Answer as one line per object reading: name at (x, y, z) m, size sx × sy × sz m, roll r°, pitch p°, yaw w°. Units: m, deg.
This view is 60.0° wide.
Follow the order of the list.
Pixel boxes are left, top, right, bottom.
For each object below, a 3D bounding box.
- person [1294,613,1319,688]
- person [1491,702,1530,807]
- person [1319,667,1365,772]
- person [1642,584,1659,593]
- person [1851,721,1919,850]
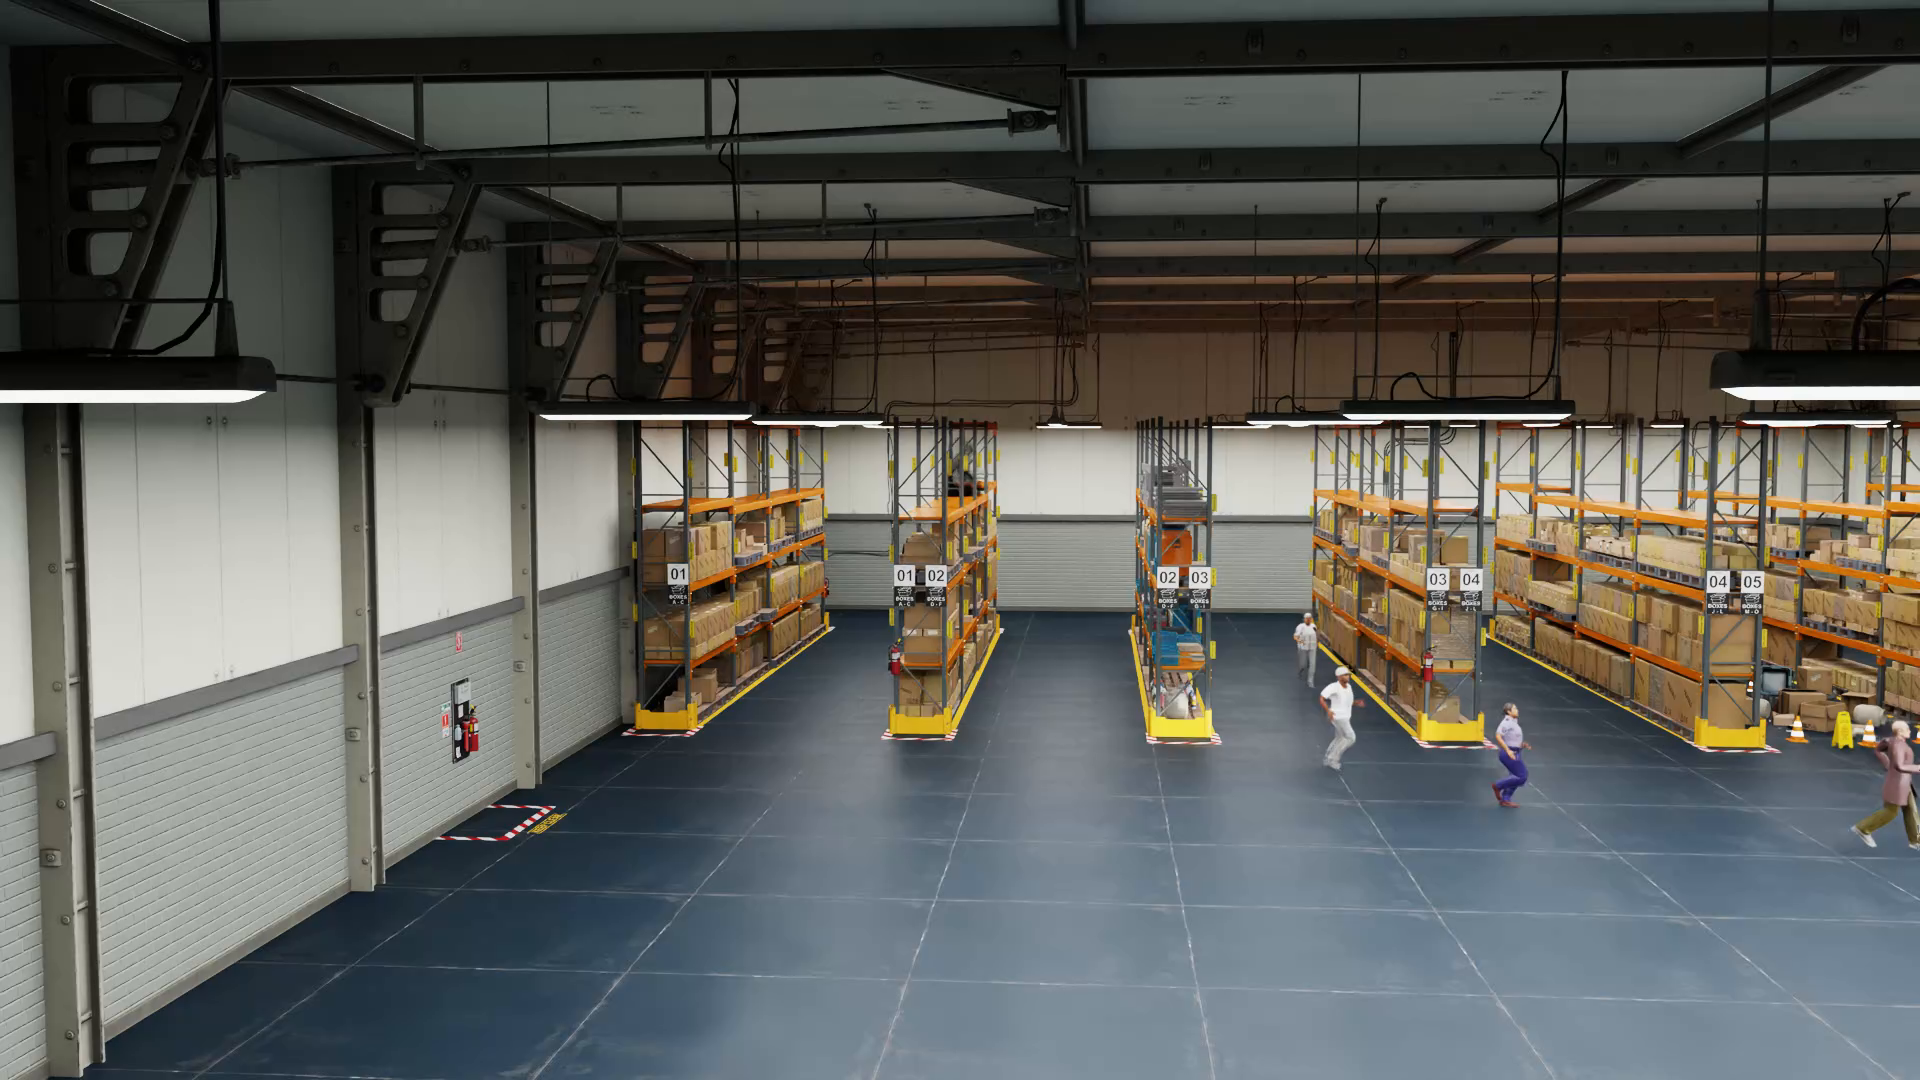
person at (7.805, 2.463, 37.389) m, size 0.607 × 1.658 × 0.849 m, roll 0°, pitch 4°, yaw -4°
person at (8.397, 3.280, 25.330) m, size 0.547 × 1.590 × 0.607 m, roll 2°, pitch 4°, yaw 23°
person at (6.473, 3.018, 28.095) m, size 0.679 × 1.767 × 0.668 m, roll 3°, pitch 5°, yaw 37°
person at (19.540, 1.805, 47.216) m, size 0.815 × 1.705 × 0.665 m, roll 0°, pitch 4°, yaw 1°
person at (12.687, 3.337, 22.520) m, size 1.057 × 1.790 × 0.709 m, roll 2°, pitch 4°, yaw 30°
